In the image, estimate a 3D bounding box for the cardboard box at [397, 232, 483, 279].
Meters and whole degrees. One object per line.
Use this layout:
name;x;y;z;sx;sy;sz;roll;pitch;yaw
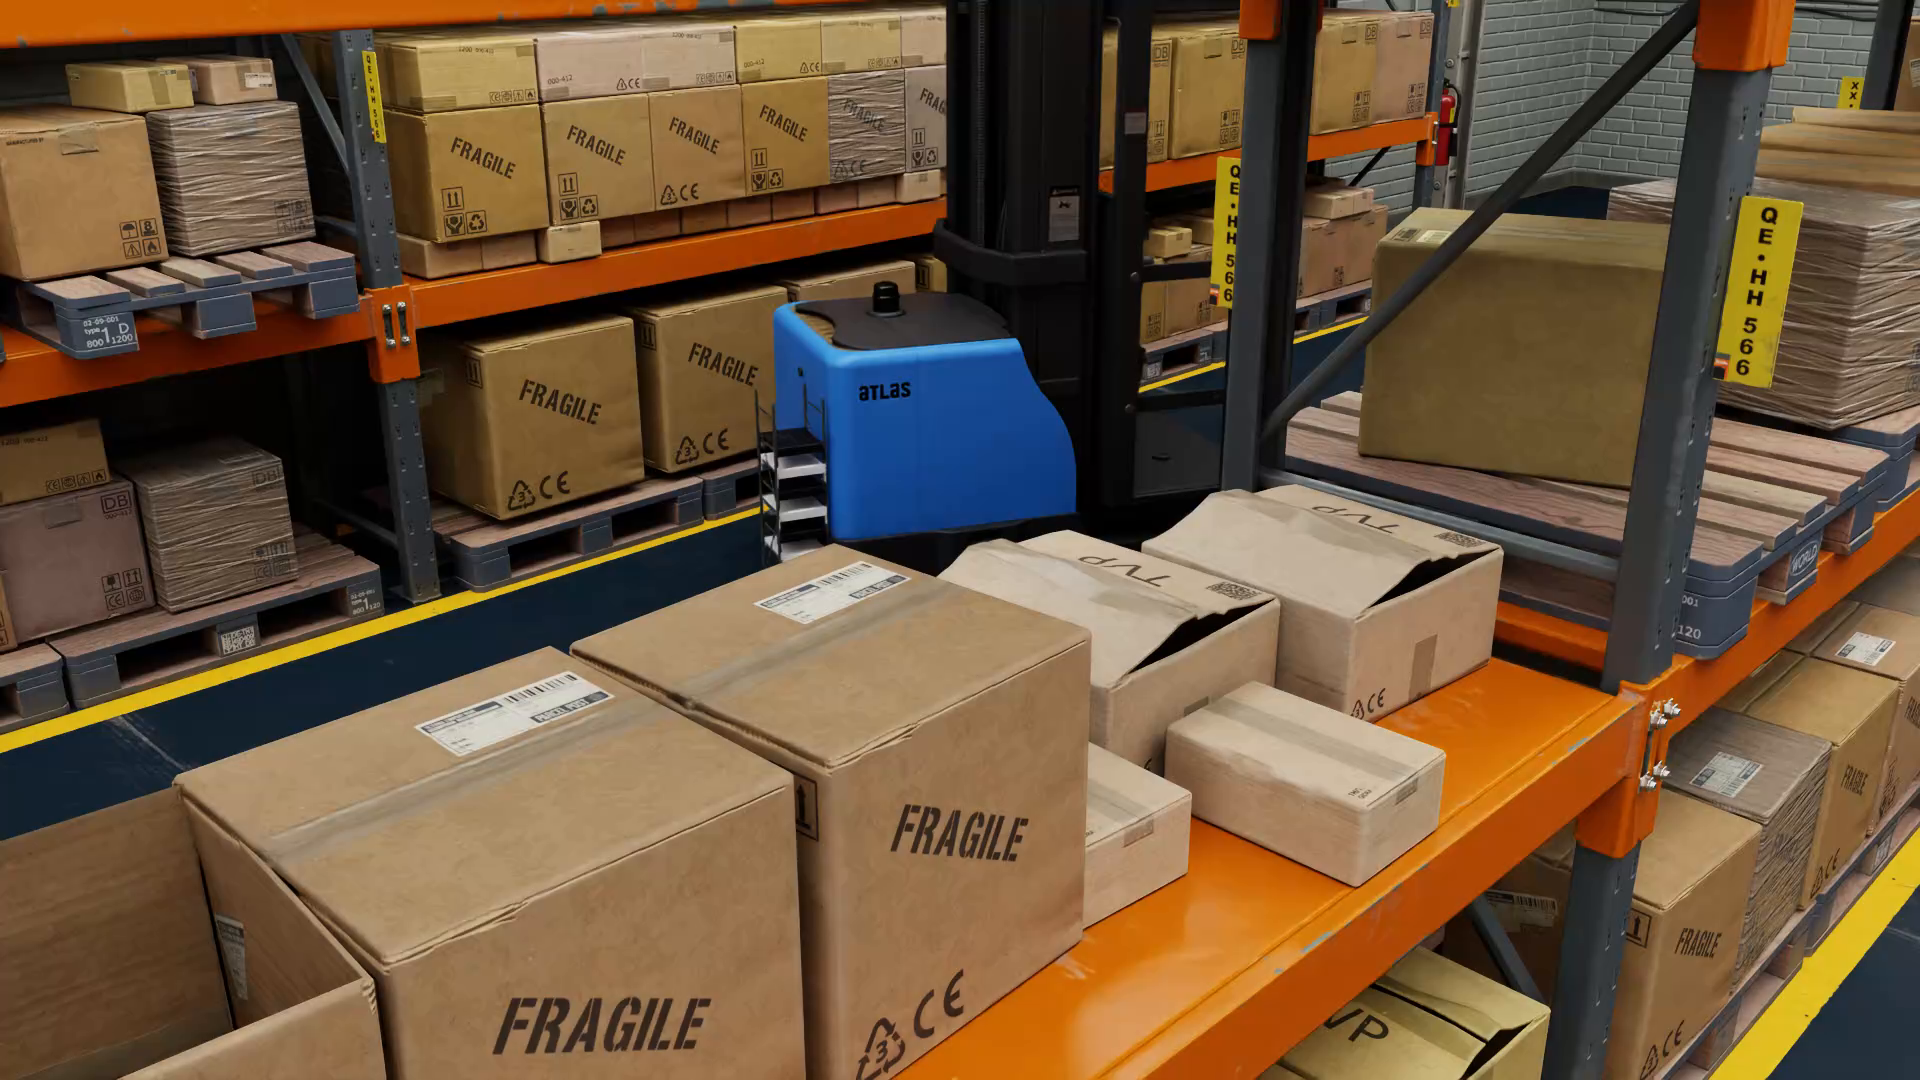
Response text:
cardboard box;-2.167;-1.185;6.800;0.380;0.149;0.250;19;28;40

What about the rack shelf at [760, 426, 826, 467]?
rack shelf;-0.674;-0.376;6.637;0.200;0.077;0.258;-9;23;-22

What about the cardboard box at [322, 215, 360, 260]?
cardboard box;-2.519;-1.307;7.115;0.250;0.149;0.380;-20;28;-41

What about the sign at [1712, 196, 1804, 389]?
sign;1.389;-0.430;2.899;0.100;0.325;0.005;19;28;41

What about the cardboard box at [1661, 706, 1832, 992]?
cardboard box;1.872;0.752;4.308;0.500;0.500;0.500;18;27;39

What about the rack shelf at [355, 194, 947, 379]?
rack shelf;-1.168;-1.445;8.156;1.077;0.370;4.000;19;28;41

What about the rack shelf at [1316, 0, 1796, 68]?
rack shelf;2.384;-1.606;4.395;1.077;0.370;4.000;19;28;41

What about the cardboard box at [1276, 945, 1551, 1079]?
cardboard box;0.800;0.994;3.273;0.500;0.311;0.500;-19;28;-41

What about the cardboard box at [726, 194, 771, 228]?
cardboard box;-1.105;-1.582;7.833;0.380;0.149;0.250;19;28;41

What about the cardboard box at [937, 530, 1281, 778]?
cardboard box;0.226;0.195;3.010;0.500;0.311;0.500;19;28;40

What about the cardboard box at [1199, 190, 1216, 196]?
cardboard box;1.840;-2.272;11.300;0.250;0.149;0.380;-20;28;-41

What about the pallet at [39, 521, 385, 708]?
pallet;-3.109;0.235;6.668;1.003;0.211;1.213;19;28;41

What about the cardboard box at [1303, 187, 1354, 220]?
cardboard box;2.464;-2.306;11.387;0.250;0.149;0.380;-19;28;-41

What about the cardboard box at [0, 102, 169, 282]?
cardboard box;-3.254;-1.245;5.880;0.700;0.500;0.500;16;26;36

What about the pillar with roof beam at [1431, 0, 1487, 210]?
pillar with roof beam;7.366;-5.956;10.529;9.100;9.000;0.400;19;28;41

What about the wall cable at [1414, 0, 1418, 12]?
wall cable;3.233;-4.363;13.329;0.084;1.984;1.851;19;28;41

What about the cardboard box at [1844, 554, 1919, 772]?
cardboard box;2.939;0.358;5.334;0.500;0.500;0.500;20;29;41

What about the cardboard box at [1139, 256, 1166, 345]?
cardboard box;0.823;-1.491;10.171;0.700;0.500;0.500;20;29;41

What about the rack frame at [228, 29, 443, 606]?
rack frame;-2.563;-1.267;6.689;1.000;3.000;0.127;19;28;41

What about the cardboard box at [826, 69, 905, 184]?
cardboard box;-0.619;-2.047;8.139;0.500;0.500;0.500;19;28;41

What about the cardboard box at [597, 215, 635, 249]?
cardboard box;-1.652;-1.391;7.334;0.380;0.149;0.250;19;28;40

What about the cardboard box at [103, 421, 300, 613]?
cardboard box;-3.028;-0.107;6.543;0.500;0.500;0.700;-20;29;-41

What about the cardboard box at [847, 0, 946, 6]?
cardboard box;-0.280;-2.787;9.017;0.500;0.250;0.500;-19;28;-40

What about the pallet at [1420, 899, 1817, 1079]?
pallet;1.537;1.091;4.441;1.003;0.211;1.213;19;28;41

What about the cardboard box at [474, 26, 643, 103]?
cardboard box;-1.687;-2.002;6.975;0.500;0.250;0.500;19;28;40

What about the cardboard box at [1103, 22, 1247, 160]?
cardboard box;1.131;-2.757;10.147;0.980;0.700;0.700;18;28;39

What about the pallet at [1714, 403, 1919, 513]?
pallet;2.342;-0.439;4.804;1.003;0.211;1.213;19;28;41

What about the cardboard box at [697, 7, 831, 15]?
cardboard box;-0.986;-2.520;8.324;0.500;0.250;0.500;18;27;39

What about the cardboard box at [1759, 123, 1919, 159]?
cardboard box;2.854;-1.040;5.376;0.500;0.500;0.700;-15;26;-34

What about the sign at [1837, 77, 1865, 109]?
sign;3.385;-1.594;6.334;0.100;0.325;0.005;19;28;41

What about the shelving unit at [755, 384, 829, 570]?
shelving unit;-0.674;-0.155;6.722;0.210;0.900;0.258;-9;23;-22

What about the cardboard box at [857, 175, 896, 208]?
cardboard box;-0.538;-1.774;8.332;0.380;0.149;0.250;19;28;41

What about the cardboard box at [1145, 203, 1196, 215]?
cardboard box;1.306;-2.074;10.785;0.380;0.149;0.250;20;28;41

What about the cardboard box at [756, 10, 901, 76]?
cardboard box;-0.634;-2.396;7.999;0.500;0.250;0.500;-19;28;-41

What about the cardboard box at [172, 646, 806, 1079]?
cardboard box;-0.537;0.496;1.963;0.500;0.500;0.500;19;28;41

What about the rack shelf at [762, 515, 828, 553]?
rack shelf;-0.674;-0.039;6.766;0.200;0.077;0.258;-9;23;-22

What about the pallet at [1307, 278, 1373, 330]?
pallet;2.516;-1.796;11.954;1.003;0.211;1.213;19;28;41

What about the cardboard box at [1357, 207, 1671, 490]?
cardboard box;1.347;-0.461;3.867;0.700;0.500;0.500;9;23;23

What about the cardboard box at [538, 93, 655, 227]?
cardboard box;-1.669;-1.655;7.117;0.500;0.500;0.500;-19;28;-40

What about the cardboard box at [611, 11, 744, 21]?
cardboard box;-1.353;-2.387;7.978;0.500;0.250;0.500;18;28;39

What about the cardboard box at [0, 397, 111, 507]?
cardboard box;-3.470;-0.326;6.068;0.500;0.250;0.500;-20;28;-41

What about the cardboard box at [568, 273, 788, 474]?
cardboard box;-1.340;-0.839;7.988;0.750;0.750;0.750;19;28;40

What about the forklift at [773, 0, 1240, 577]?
forklift;0.743;-1.422;7.188;3.031;2.935;1.130;-7;22;-18

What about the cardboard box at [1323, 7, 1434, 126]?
cardboard box;2.669;-3.330;11.638;0.700;0.700;0.980;-19;28;-40

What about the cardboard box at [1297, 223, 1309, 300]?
cardboard box;1.902;-1.889;11.208;0.700;0.500;0.500;18;27;39
